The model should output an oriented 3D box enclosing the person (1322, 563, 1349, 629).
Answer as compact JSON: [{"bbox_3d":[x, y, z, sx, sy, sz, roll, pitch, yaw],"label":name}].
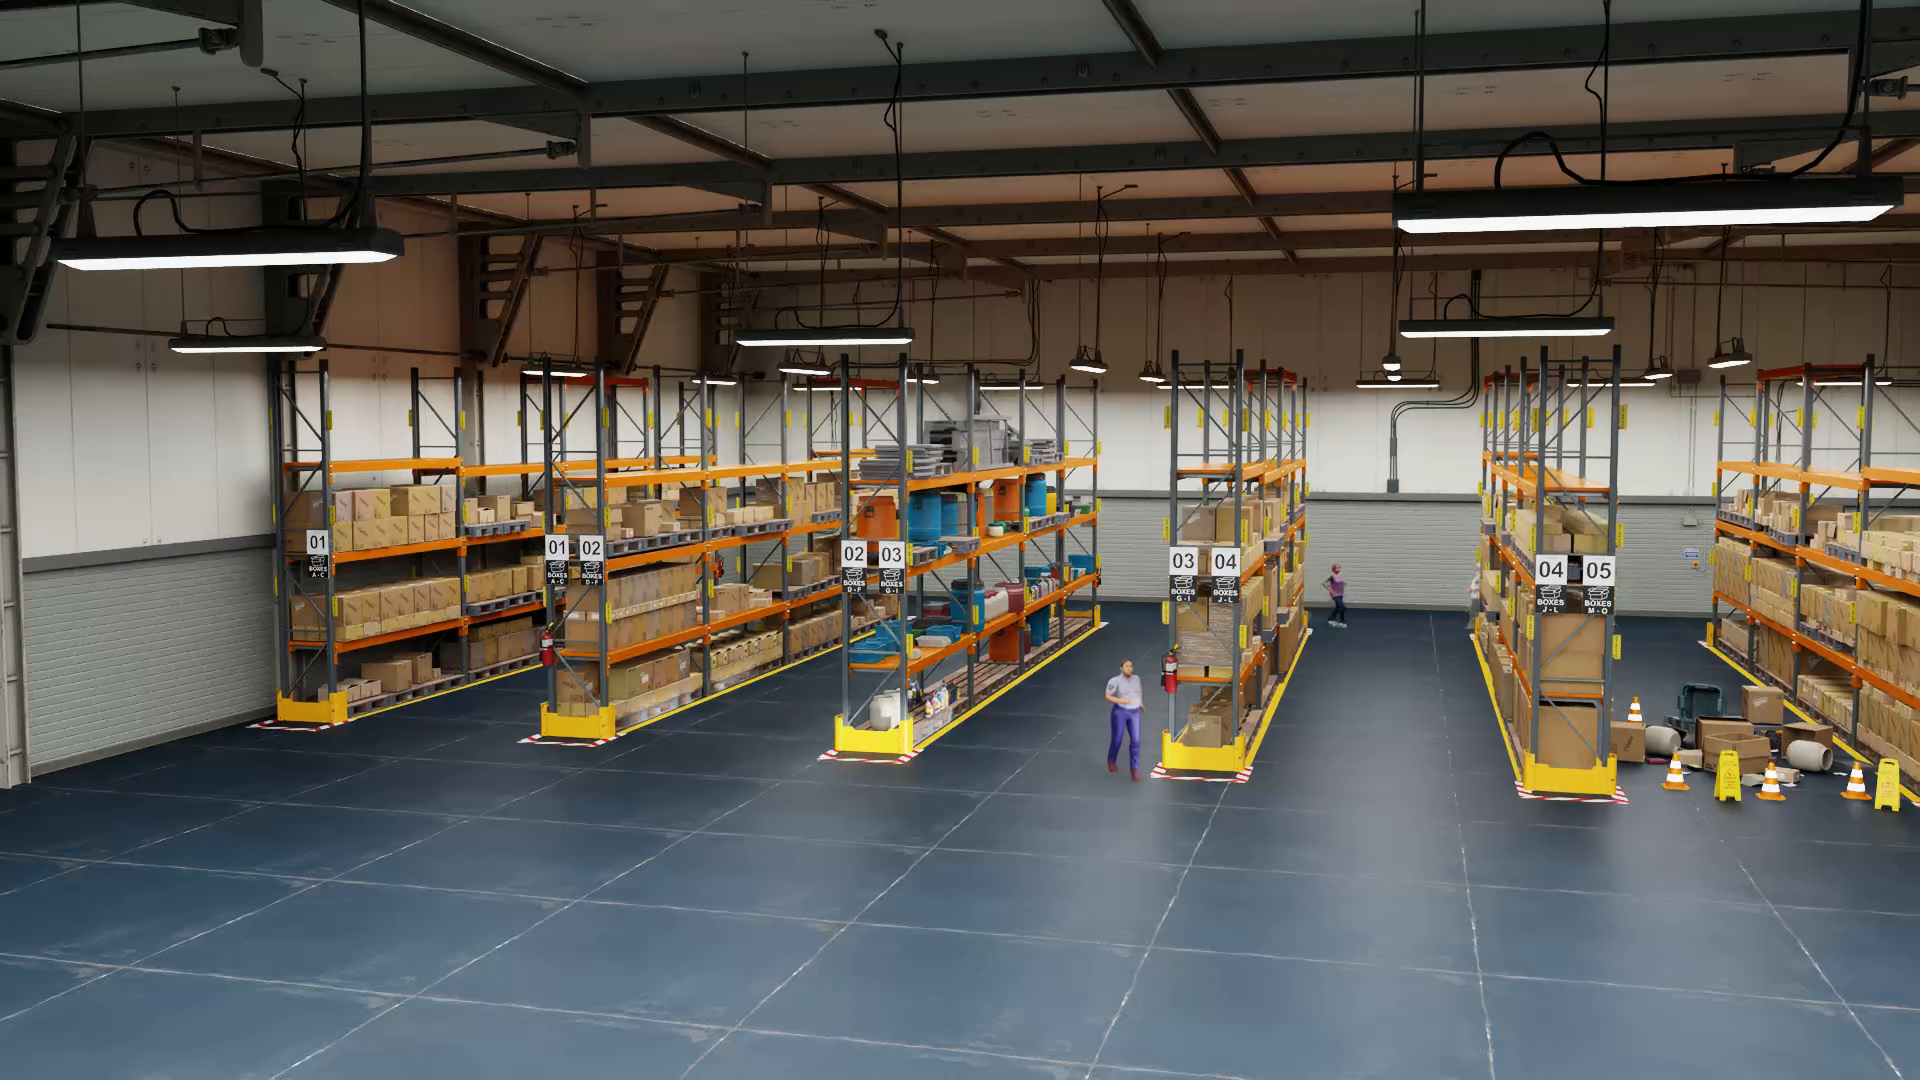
[{"bbox_3d":[9.018,1.366,39.916,0.563,1.580,0.669,-4,6,-43],"label":"person"}]

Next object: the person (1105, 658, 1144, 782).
[{"bbox_3d":[2.329,2.490,23.305,0.616,1.671,0.770,-1,4,-14],"label":"person"}]

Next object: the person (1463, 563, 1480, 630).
[{"bbox_3d":[12.225,1.327,39.340,0.770,1.706,0.770,2,5,31],"label":"person"}]
